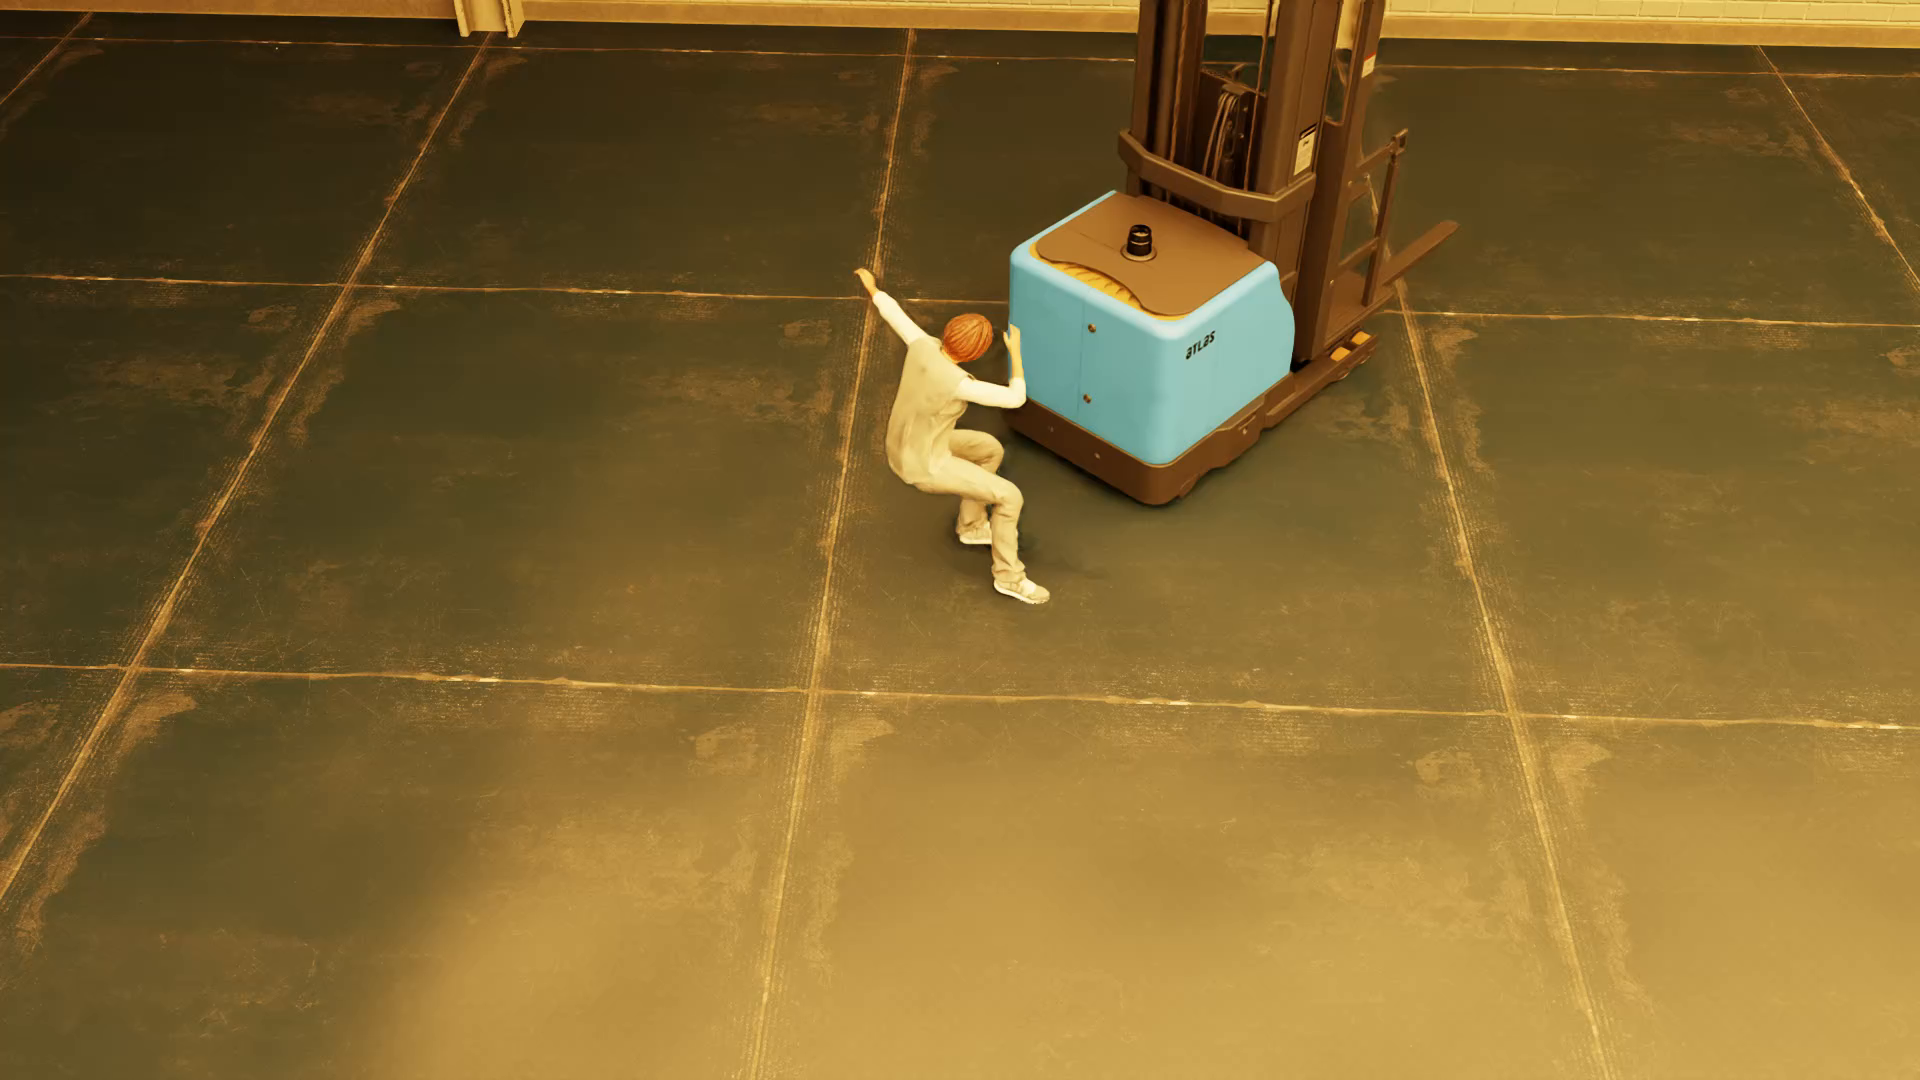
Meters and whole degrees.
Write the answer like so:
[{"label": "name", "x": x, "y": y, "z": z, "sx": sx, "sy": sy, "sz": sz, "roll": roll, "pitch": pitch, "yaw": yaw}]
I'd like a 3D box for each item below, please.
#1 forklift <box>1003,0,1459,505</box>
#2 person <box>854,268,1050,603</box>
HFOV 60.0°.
[{"label": "forklift", "x": 1.597, "y": -2.153, "z": 8.100, "sx": 1.130, "sy": 2.935, "sz": 3.031, "roll": 32, "pitch": 51, "yaw": 30}, {"label": "person", "x": -0.047, "y": -0.525, "z": 7.563, "sx": 0.665, "sy": 1.290, "sz": 1.305, "roll": -18, "pitch": 45, "yaw": -19}]
